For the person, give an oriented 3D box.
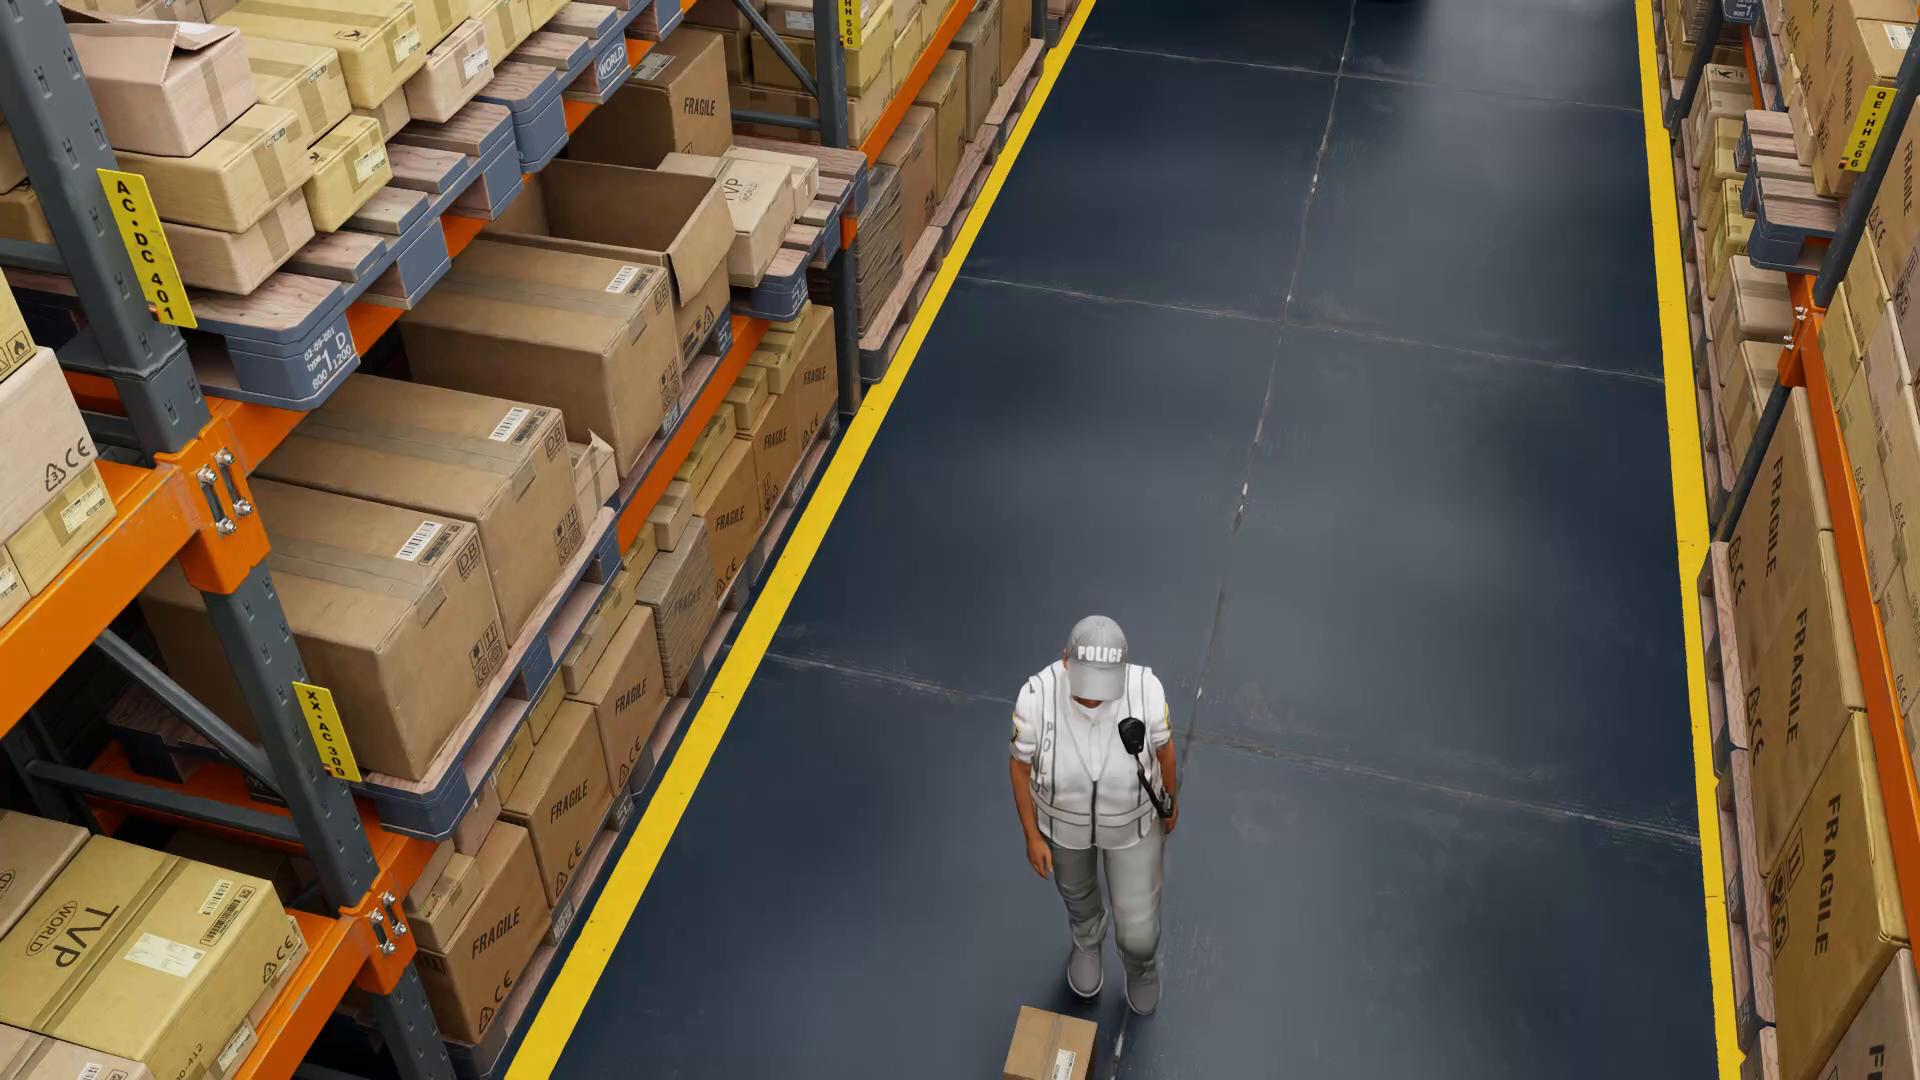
[{"bbox_3d":[0.413,0.890,5.135,0.544,1.676,0.489,5,41,5],"label":"person"}]
